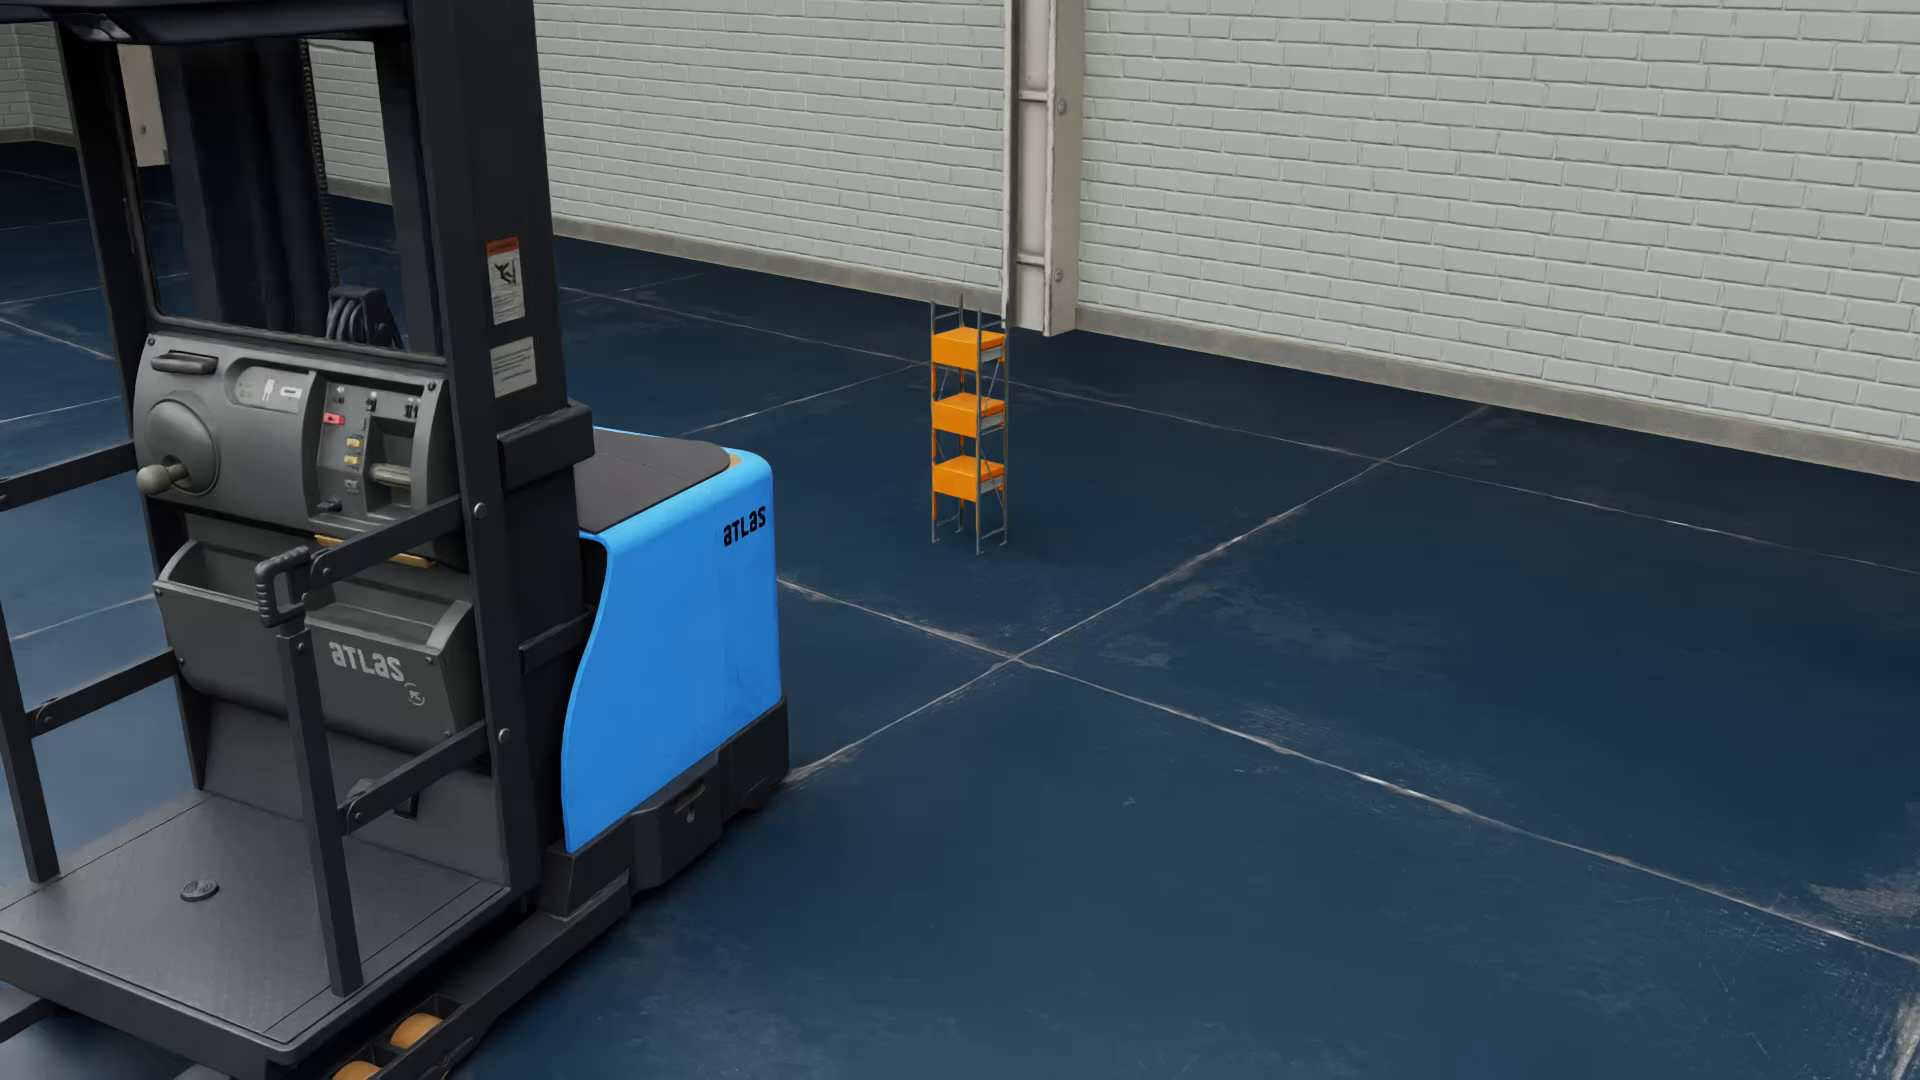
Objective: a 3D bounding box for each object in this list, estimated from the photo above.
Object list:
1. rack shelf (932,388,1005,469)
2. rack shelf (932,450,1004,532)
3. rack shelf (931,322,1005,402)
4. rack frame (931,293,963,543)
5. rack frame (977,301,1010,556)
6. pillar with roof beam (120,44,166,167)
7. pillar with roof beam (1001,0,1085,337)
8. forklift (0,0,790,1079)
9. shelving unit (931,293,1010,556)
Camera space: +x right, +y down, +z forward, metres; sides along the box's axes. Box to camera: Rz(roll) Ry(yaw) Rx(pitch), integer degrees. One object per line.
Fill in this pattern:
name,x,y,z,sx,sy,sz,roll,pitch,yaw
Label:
rack shelf,0.041,-0.469,6.955,0.240,0.259,0.215,16,26,36
rack shelf,0.041,-0.209,7.053,0.240,0.259,0.215,16,26,36
rack shelf,0.041,-0.735,6.855,0.240,0.259,0.215,16,26,36
rack frame,-0.053,-0.507,7.023,0.008,1.050,0.200,16,26,36
rack frame,0.136,-0.452,6.879,0.008,1.050,0.200,16,26,36
pillar with roof beam,-11.503,-7.093,13.225,0.400,9.000,9.100,16,26,36
pillar with roof beam,-2.206,-4.416,6.126,0.400,9.000,9.100,16,26,36
forklift,-1.639,-0.228,3.620,1.130,2.935,3.031,10,23,25
shelving unit,0.041,-0.479,6.951,0.252,1.050,0.215,16,26,36
